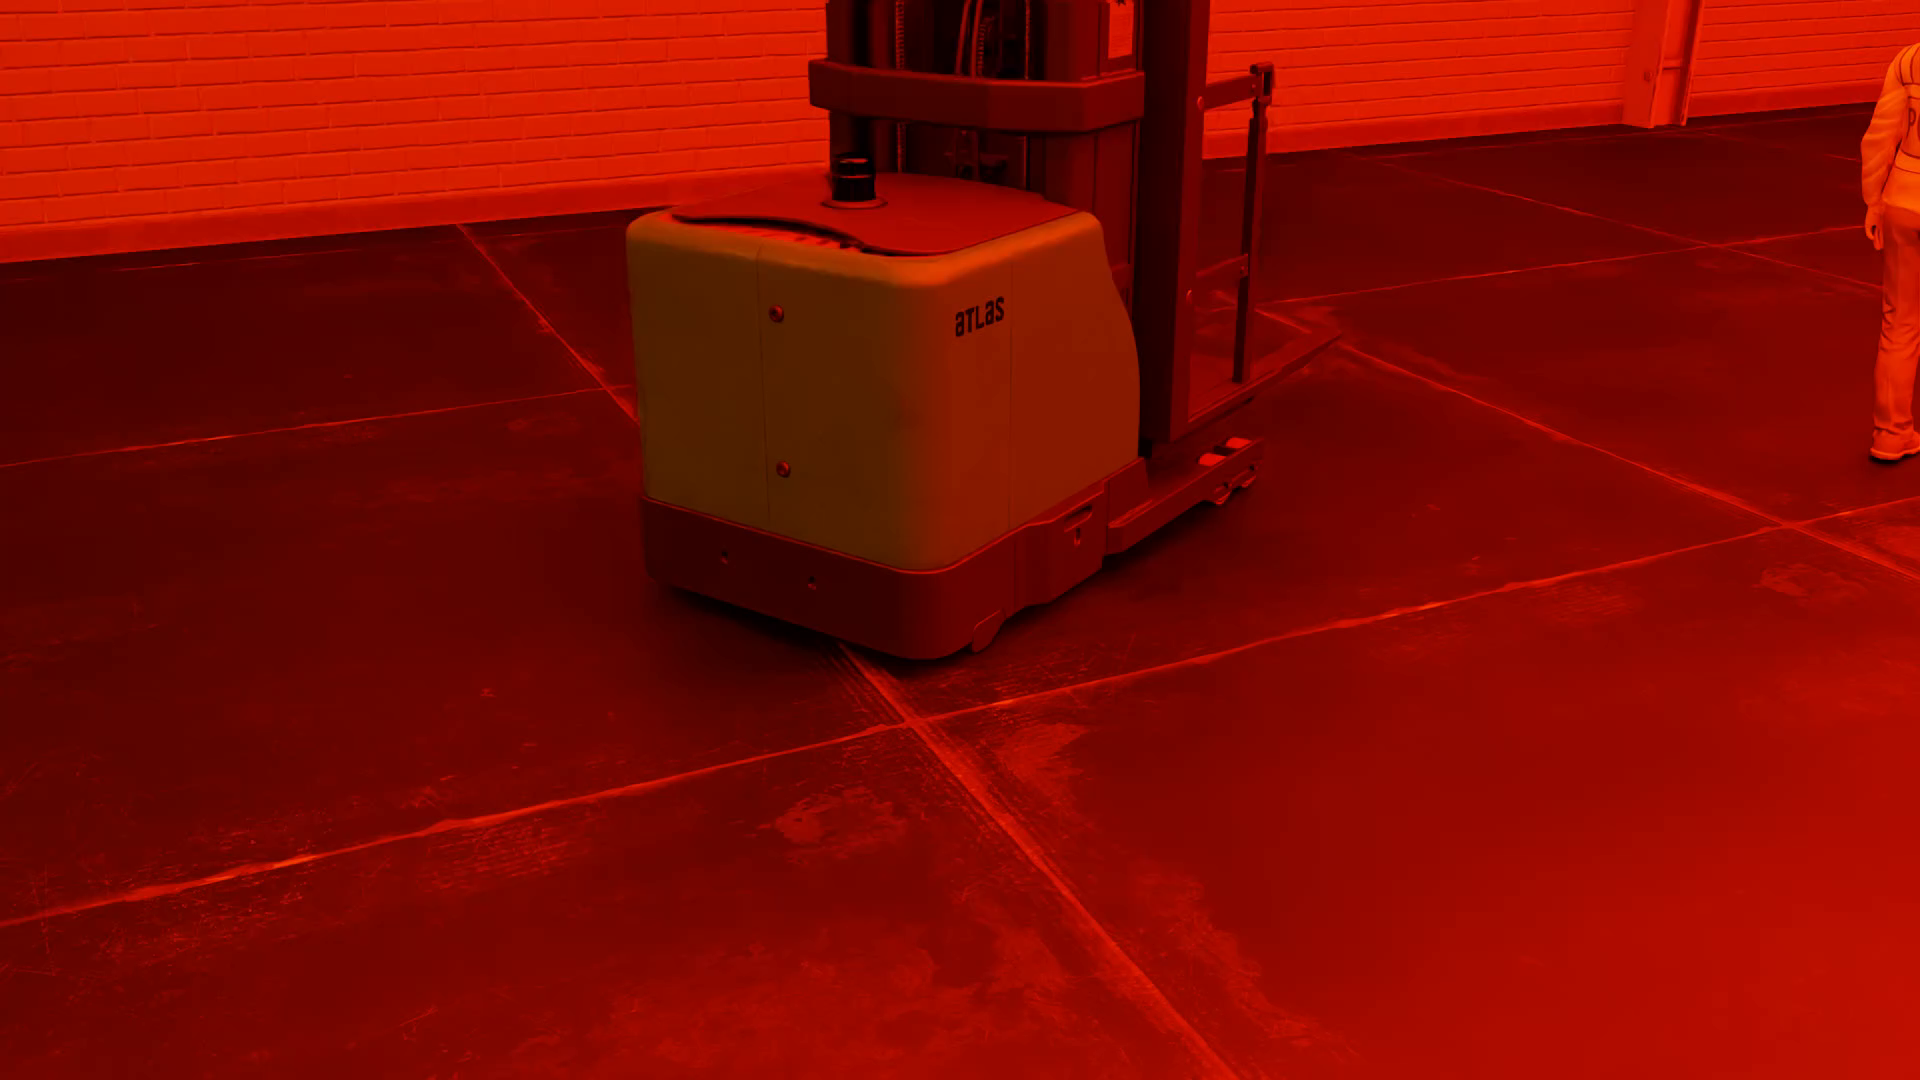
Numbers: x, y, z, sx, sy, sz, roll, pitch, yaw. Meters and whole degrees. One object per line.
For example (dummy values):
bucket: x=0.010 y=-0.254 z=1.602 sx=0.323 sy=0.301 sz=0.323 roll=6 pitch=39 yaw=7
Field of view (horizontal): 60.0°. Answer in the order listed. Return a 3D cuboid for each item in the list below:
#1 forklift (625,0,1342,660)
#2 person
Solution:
forklift: x=0.357 y=-1.560 z=5.042 sx=1.130 sy=2.935 sz=3.031 roll=15 pitch=27 yaw=32
person: x=3.274 y=-1.077 z=5.471 sx=0.533 sy=1.695 sz=0.586 roll=-15 pitch=27 yaw=-31
